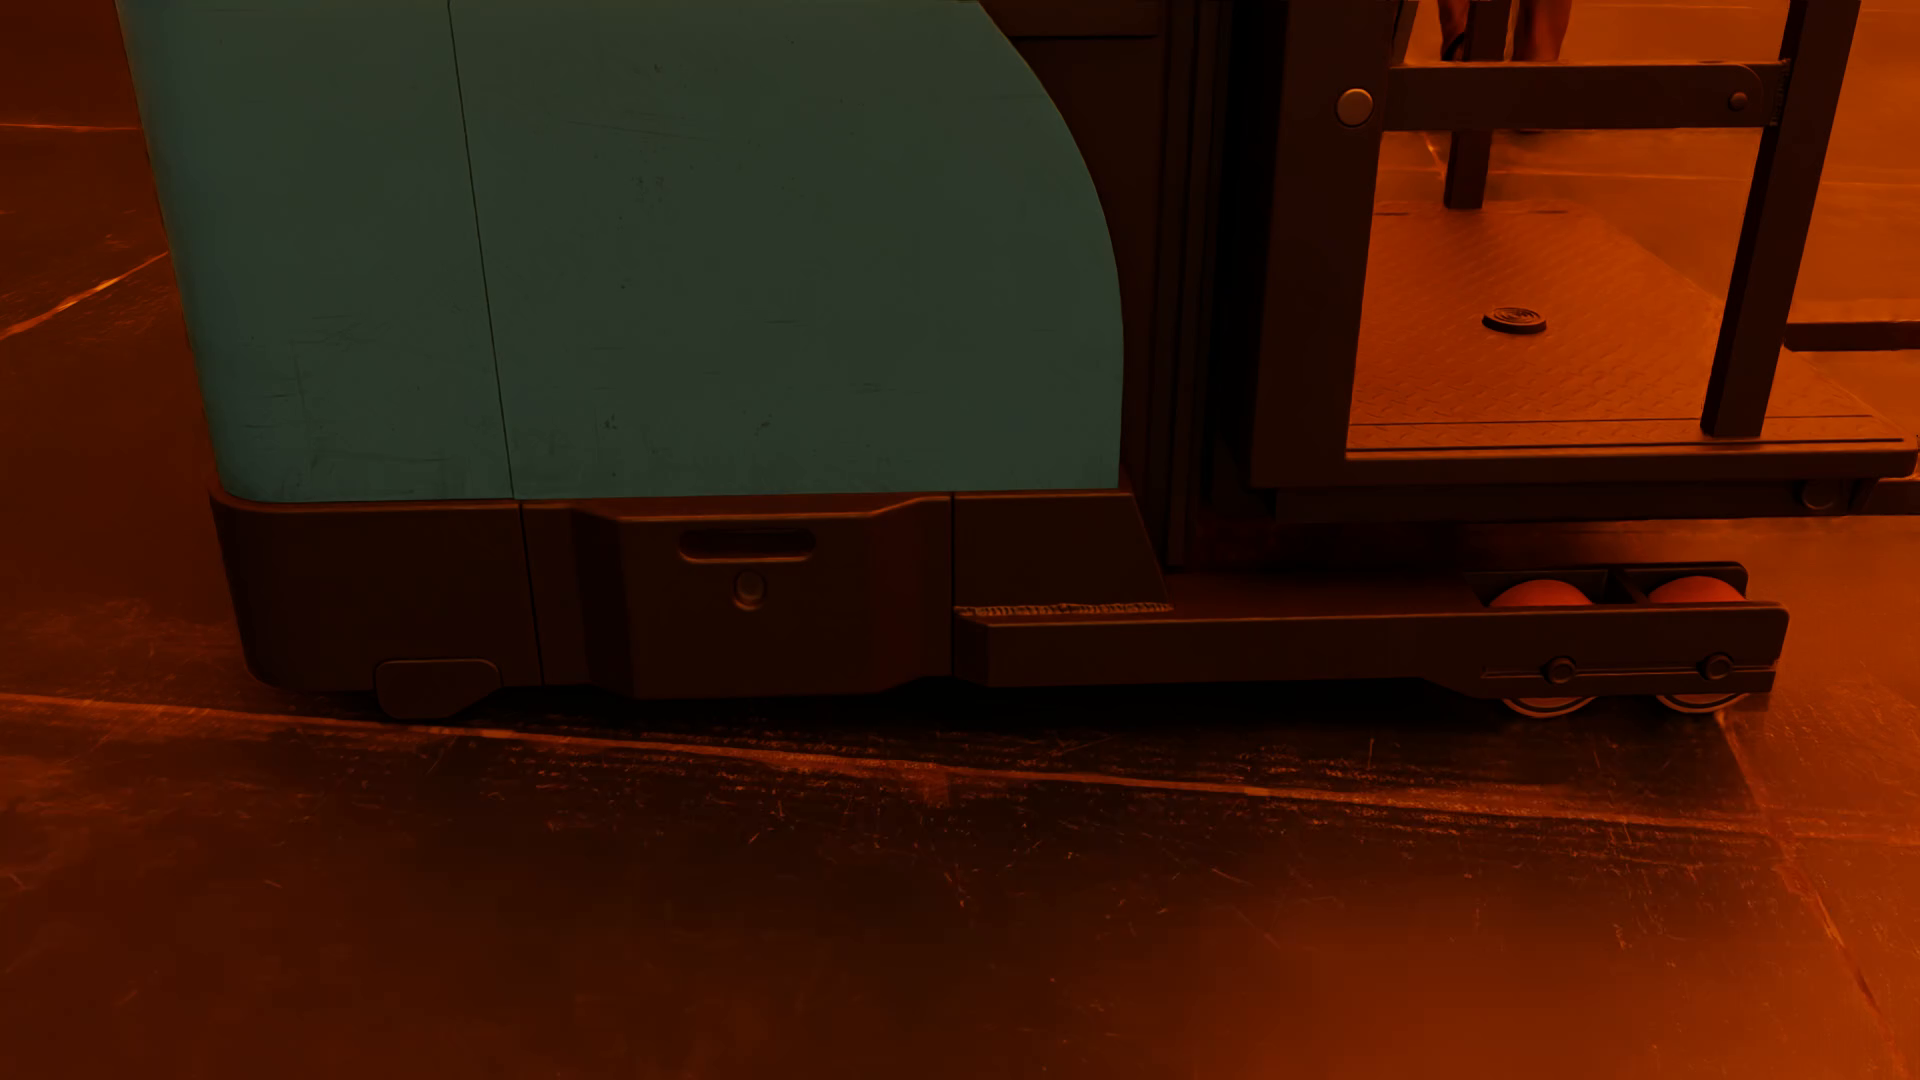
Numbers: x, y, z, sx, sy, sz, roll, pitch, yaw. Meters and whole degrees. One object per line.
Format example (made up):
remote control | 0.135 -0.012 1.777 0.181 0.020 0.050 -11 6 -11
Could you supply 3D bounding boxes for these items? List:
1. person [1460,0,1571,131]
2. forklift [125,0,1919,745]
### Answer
person | 1.619 -2.058 4.659 0.765 1.758 0.502 4 27 8
forklift | 0.607 -1.353 1.930 3.031 2.935 1.130 -3 27 -7
